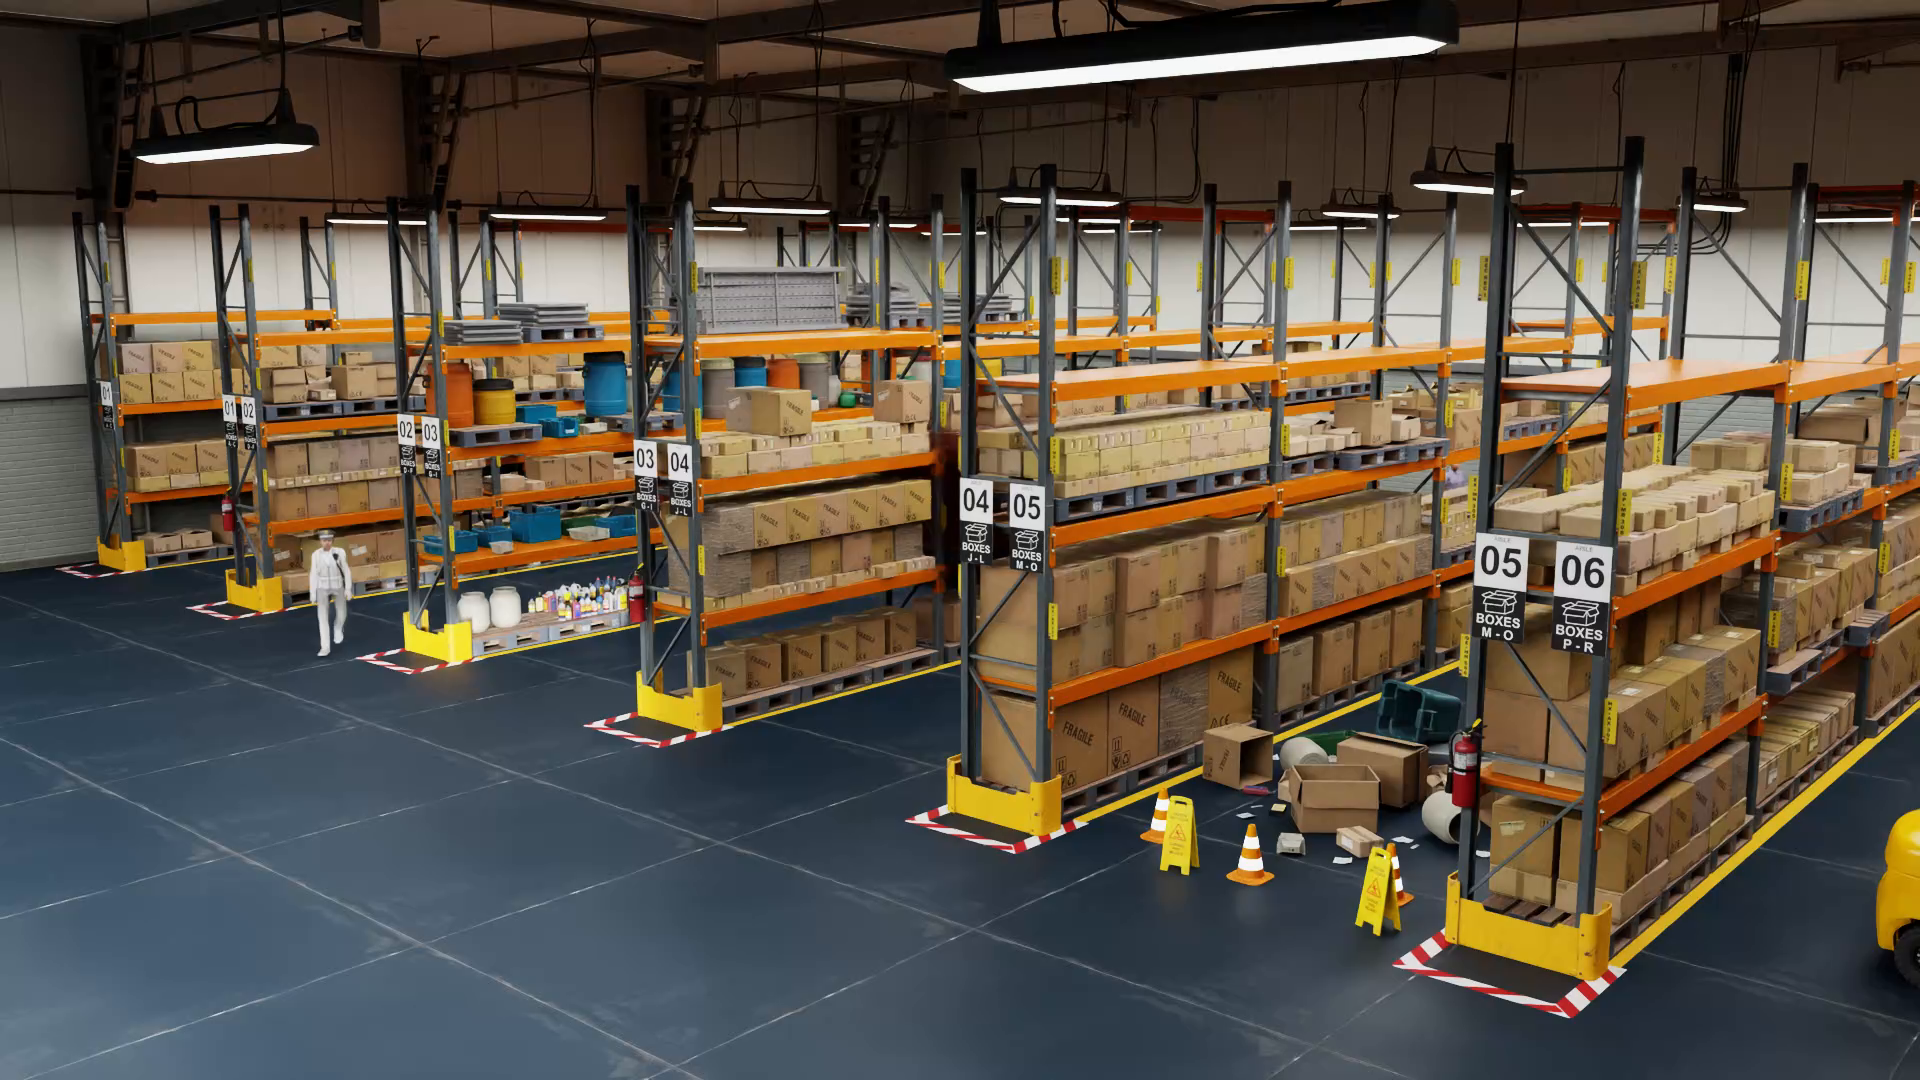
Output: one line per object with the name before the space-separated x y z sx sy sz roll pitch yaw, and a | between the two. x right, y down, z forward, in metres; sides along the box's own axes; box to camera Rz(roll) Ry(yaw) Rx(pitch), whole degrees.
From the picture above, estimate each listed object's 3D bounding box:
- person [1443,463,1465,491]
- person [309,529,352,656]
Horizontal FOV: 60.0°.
person | 9.086 -0.748 30.827 0.484 1.632 0.806 -5 11 -28
person | -8.410 0.663 22.219 0.535 1.655 0.749 -3 10 -15
